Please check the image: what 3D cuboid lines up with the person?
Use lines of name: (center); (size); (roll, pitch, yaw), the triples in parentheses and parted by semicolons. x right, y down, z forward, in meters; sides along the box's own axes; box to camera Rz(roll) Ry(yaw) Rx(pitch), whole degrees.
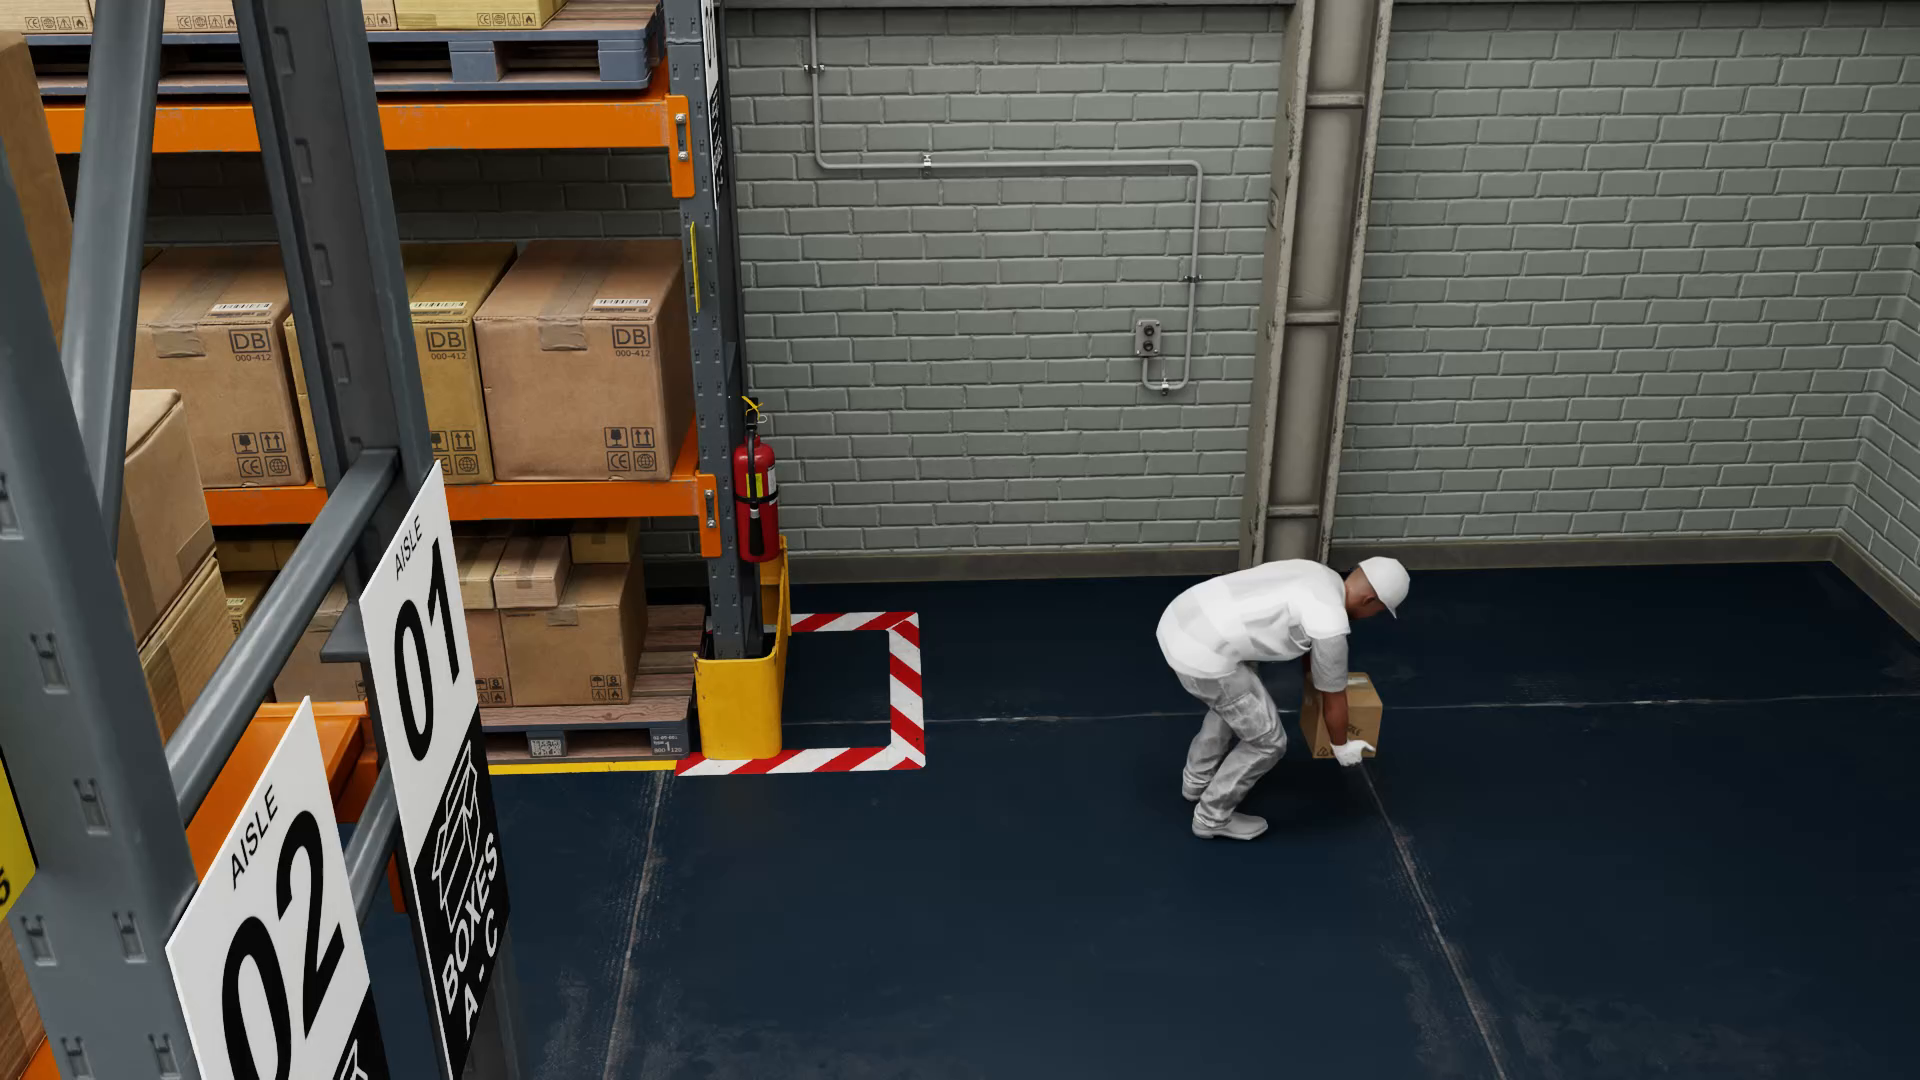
person: (1.261, 0.601, 6.624); (0.969, 1.146, 0.531); (-3, 27, -5)
